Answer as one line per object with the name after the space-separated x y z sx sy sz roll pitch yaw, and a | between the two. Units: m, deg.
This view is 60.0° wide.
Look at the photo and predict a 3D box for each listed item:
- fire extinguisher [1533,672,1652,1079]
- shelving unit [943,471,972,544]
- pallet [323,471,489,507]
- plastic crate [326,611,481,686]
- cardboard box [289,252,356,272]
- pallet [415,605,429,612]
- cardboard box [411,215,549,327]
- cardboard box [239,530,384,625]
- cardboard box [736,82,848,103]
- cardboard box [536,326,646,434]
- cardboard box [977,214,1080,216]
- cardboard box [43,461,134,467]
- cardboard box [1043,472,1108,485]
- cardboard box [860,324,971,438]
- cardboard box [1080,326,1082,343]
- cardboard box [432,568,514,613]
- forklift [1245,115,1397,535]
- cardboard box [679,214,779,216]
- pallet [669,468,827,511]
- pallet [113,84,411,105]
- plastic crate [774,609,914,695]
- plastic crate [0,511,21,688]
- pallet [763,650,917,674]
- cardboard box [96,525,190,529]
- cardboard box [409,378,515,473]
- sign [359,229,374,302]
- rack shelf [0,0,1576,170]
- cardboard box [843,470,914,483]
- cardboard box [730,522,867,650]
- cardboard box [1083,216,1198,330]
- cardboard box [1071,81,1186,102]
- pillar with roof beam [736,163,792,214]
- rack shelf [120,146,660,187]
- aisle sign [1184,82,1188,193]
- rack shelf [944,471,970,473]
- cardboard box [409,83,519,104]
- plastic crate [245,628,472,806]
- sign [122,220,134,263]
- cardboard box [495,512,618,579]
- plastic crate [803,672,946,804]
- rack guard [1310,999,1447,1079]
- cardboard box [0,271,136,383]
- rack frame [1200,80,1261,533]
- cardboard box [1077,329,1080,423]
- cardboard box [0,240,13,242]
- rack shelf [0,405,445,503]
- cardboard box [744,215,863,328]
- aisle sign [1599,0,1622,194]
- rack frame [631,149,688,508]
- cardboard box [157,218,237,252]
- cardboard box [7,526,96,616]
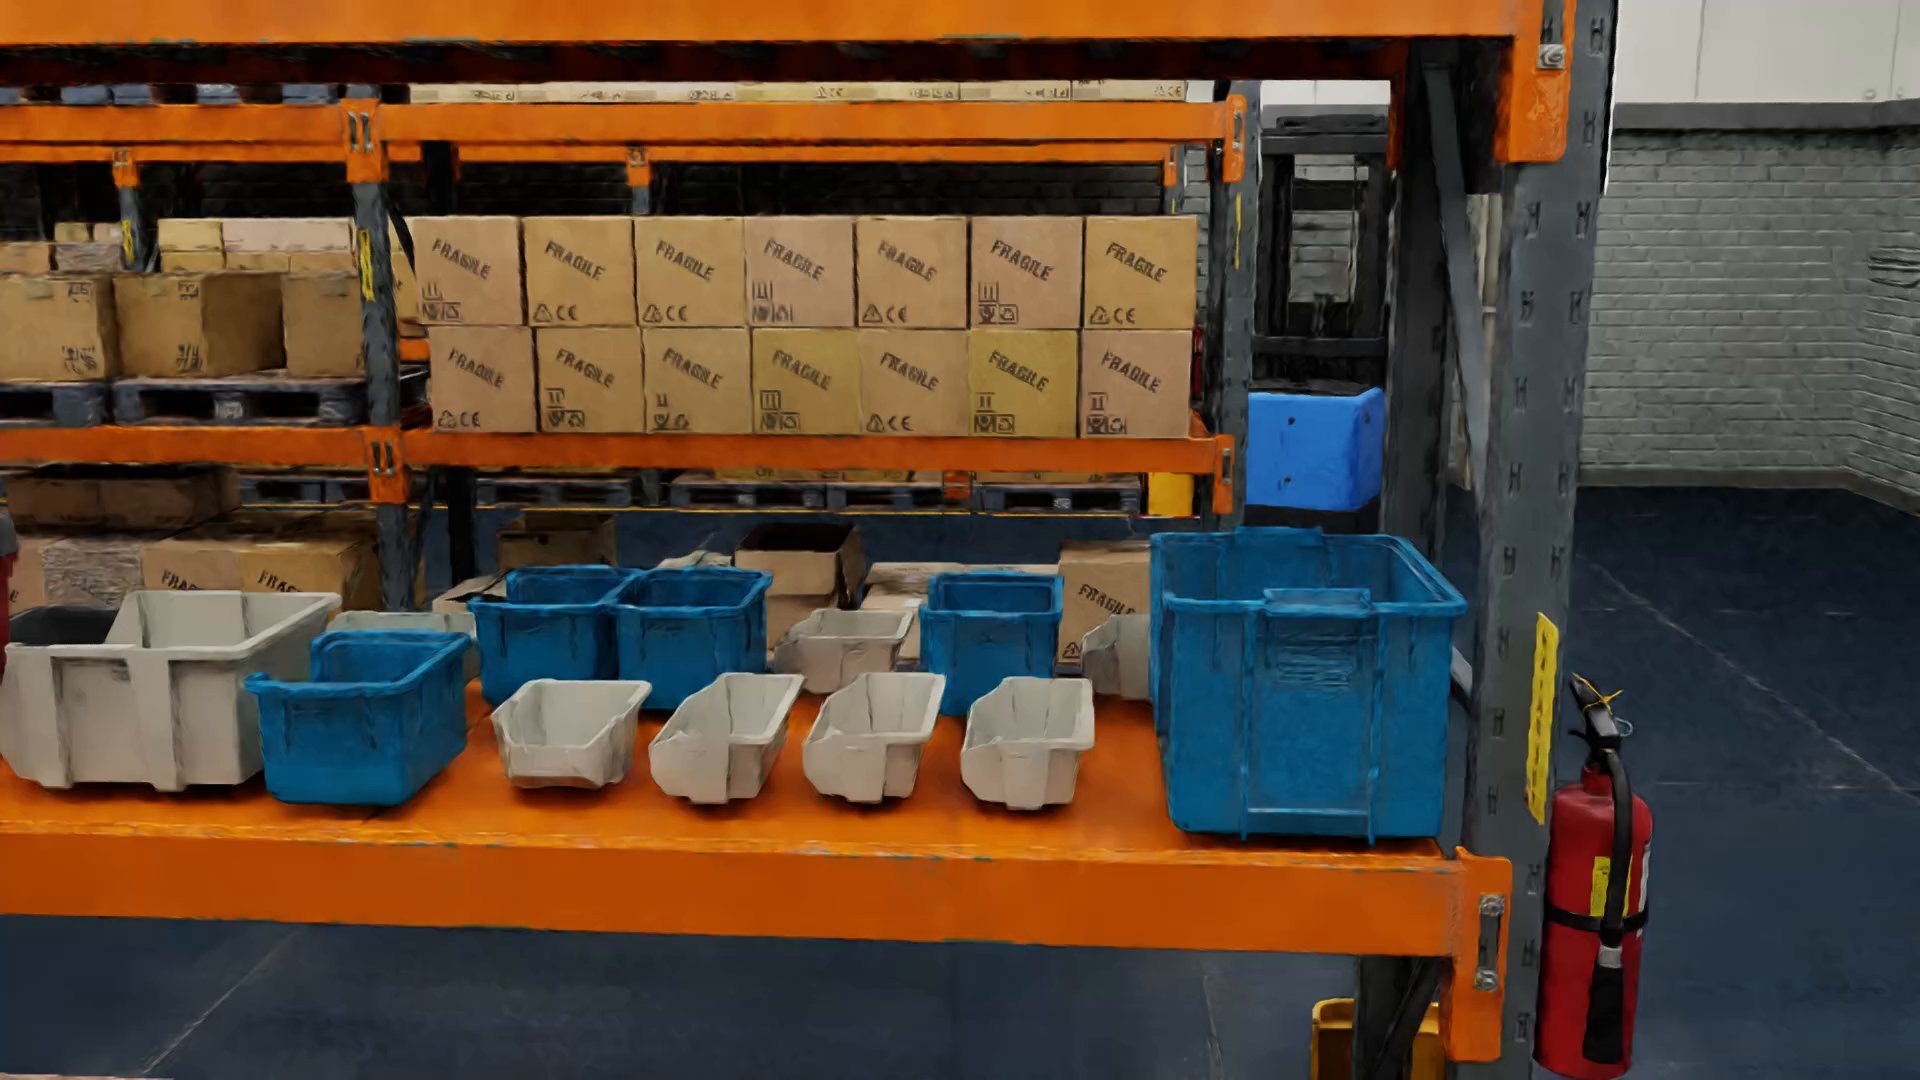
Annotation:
1.074 0.570 2.819 0.183 0.674 0.296 1 12 4 | fire extinguisher
-0.014 -0.587 11.646 0.189 1.200 0.258 1 12 4 | shelving unit
-4.371 -0.471 13.503 1.213 0.211 1.003 1 12 4 | pallet
-1.280 0.262 3.689 0.466 0.136 0.293 1 12 4 | plastic crate
-4.882 -2.008 13.024 0.500 0.500 0.500 1 12 4 | cardboard box
-3.517 0.549 8.627 1.213 0.211 1.003 1 12 4 | pallet
-2.251 -1.287 7.907 0.500 0.500 0.500 1 12 5 | cardboard box
-3.214 0.248 8.289 0.500 0.500 0.500 1 12 3 | cardboard box
-0.737 -2.129 7.660 0.500 0.250 0.500 1 12 4 | cardboard box
-1.701 -0.792 7.985 0.500 0.500 0.500 1 12 5 | cardboard box
0.341 -1.361 8.264 0.500 0.500 0.500 1 12 4 | cardboard box
-7.088 -0.870 13.632 0.500 0.500 0.700 1 12 5 | cardboard box
0.911 -0.741 13.063 0.500 0.500 0.700 1 12 4 | cardboard box
-0.192 -0.771 7.885 0.500 0.500 0.500 1 12 4 | cardboard box
1.106 -1.921 12.895 0.700 0.700 0.980 1 12 6 | cardboard box
-2.298 0.338 8.317 0.500 0.311 0.500 1 12 4 | cardboard box
2.814 -1.636 12.431 1.130 2.935 3.031 6 13 25 | forklift
-1.166 -1.383 8.368 0.500 0.500 0.500 1 12 4 | cardboard box
-1.622 -0.433 13.323 1.213 0.211 1.003 1 12 4 | pallet
-3.348 -2.212 8.149 1.003 0.211 1.213 1 12 4 | pallet
-0.262 0.253 3.731 0.298 0.136 0.250 1 12 4 | plastic crate
-2.163 0.202 3.172 0.583 0.464 0.402 1 12 4 | plastic crate
-0.797 0.578 8.488 1.213 0.211 1.003 1 12 4 | pallet
-4.200 0.126 8.870 0.500 0.500 0.500 1 12 4 | cardboard box
-3.919 -0.972 13.311 0.750 0.750 0.750 1 12 5 | cardboard box
-2.736 -1.266 7.665 0.005 0.325 0.100 1 12 4 | sign
-1.042 -0.889 3.124 4.000 0.370 1.077 1 12 4 | rack shelf
-0.623 -0.760 13.156 0.500 0.500 0.700 1 12 5 | cardboard box
-0.828 0.219 8.418 0.637 0.503 0.797 1 12 4 | cardboard box
0.826 -1.246 7.712 0.500 0.500 0.500 1 12 3 | cardboard box
0.758 -2.106 7.548 0.500 0.250 0.500 1 12 4 | cardboard box
-1.907 -4.048 9.144 0.400 9.000 9.100 1 12 4 | pillar with roof beam
-4.371 -2.968 13.061 4.000 0.370 1.077 1 12 4 | rack shelf
1.668 -2.980 12.338 0.004 0.787 0.394 1 12 4 | aisle sign
-0.014 -0.544 11.655 0.180 0.103 0.258 1 12 4 | rack shelf
-2.234 -2.150 7.760 0.500 0.250 0.500 1 12 4 | cardboard box
-1.112 0.331 3.121 0.300 0.233 0.416 1 12 4 | plastic crate
-6.393 -2.296 12.784 0.005 0.325 0.100 1 12 4 | sign
-2.115 0.146 8.776 0.500 0.500 0.500 1 12 4 | cardboard box
-0.160 0.373 3.157 0.243 0.136 0.396 1 12 4 | plastic crate
0.979 1.475 3.493 0.348 0.500 1.175 1 12 4 | rack guard
-4.469 -1.078 8.327 0.500 0.500 0.700 -2 12 -11 | cardboard box
1.289 -0.758 8.064 0.127 3.000 1.000 1 12 4 | rack frame
0.348 -0.872 8.369 0.500 0.500 0.500 1 12 3 | cardboard box
-8.080 -2.160 13.451 0.500 0.500 0.700 1 12 4 | cardboard box
-4.698 -0.488 8.530 4.000 0.370 1.077 1 12 4 | rack shelf
-0.708 -1.266 7.807 0.500 0.500 0.500 1 12 6 | cardboard box
1.006 -0.957 2.669 0.004 0.787 0.394 1 12 4 | aisle sign
-2.375 -1.824 13.163 0.127 3.000 1.000 1 12 4 | rack frame
-5.902 -2.391 13.022 0.500 0.250 0.500 1 12 5 | cardboard box
-4.715 0.226 8.393 0.500 0.500 0.500 0 12 2 | cardboard box
